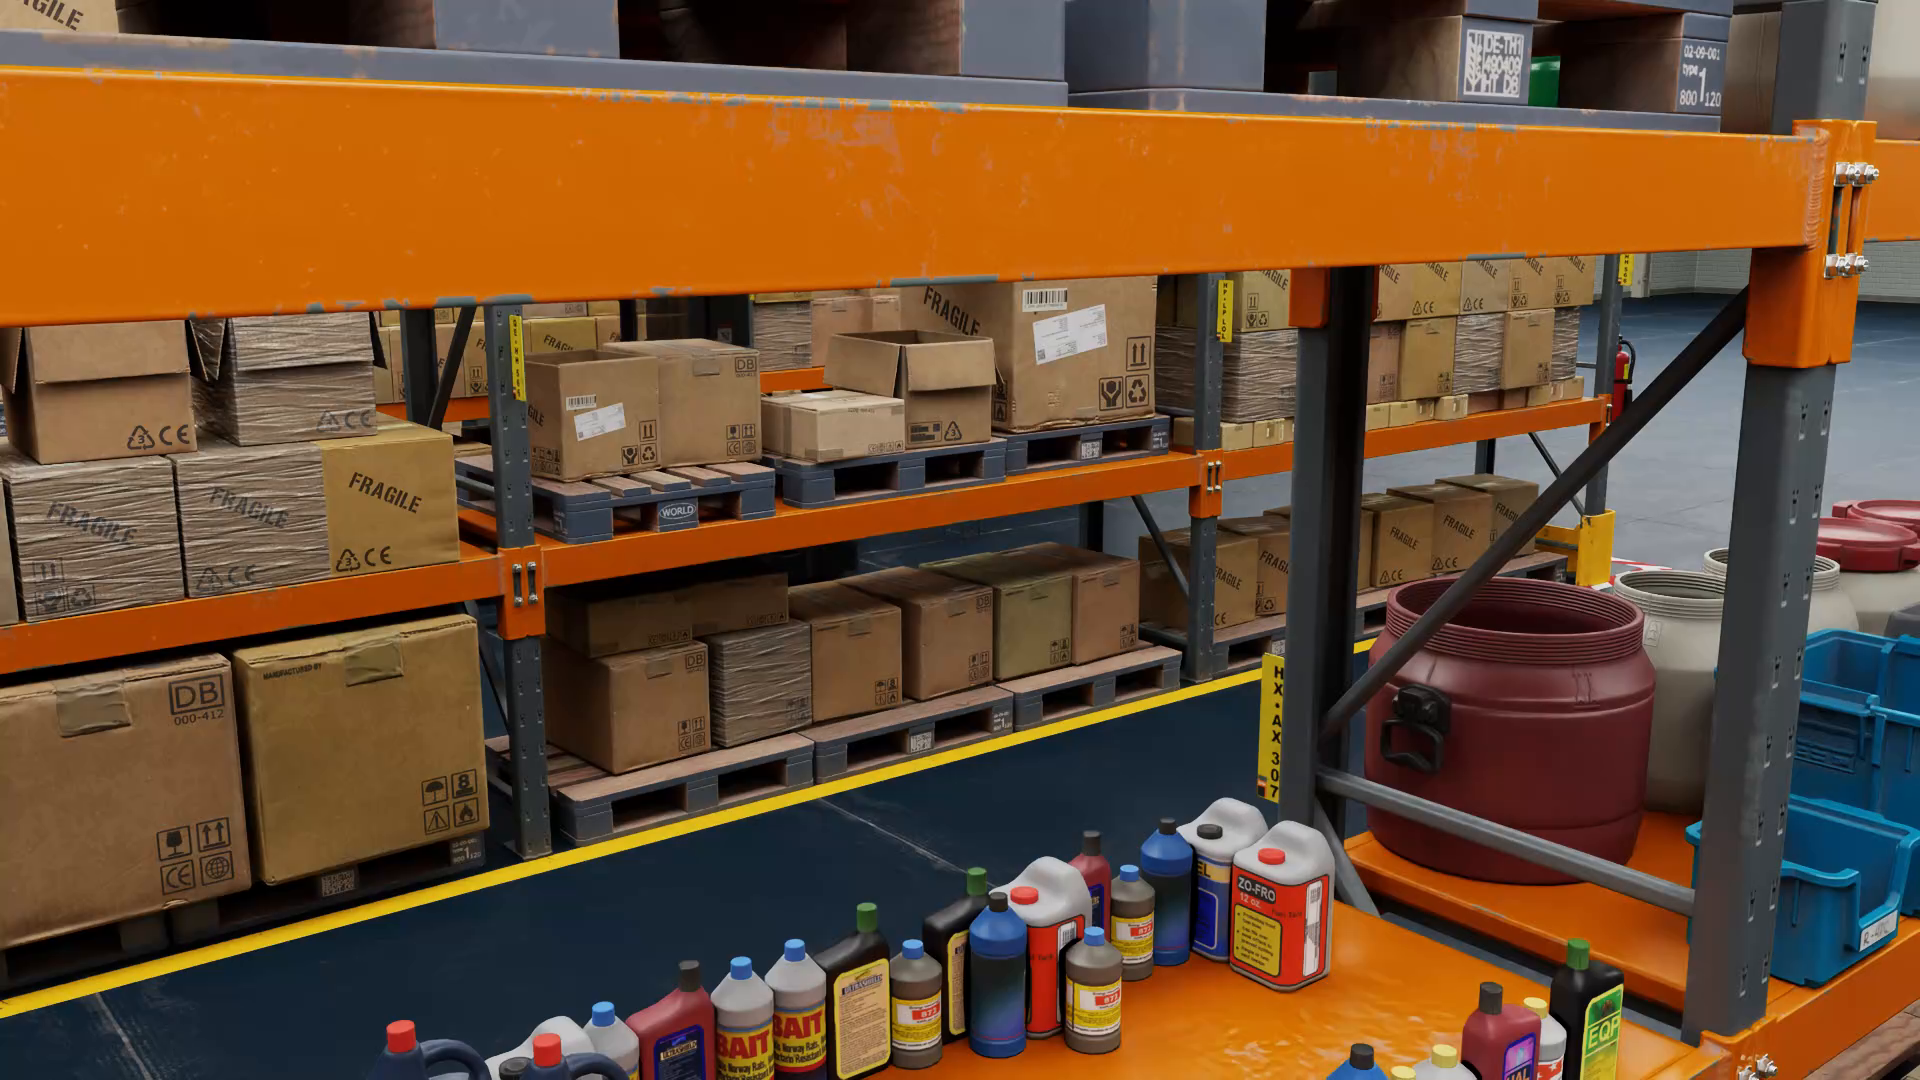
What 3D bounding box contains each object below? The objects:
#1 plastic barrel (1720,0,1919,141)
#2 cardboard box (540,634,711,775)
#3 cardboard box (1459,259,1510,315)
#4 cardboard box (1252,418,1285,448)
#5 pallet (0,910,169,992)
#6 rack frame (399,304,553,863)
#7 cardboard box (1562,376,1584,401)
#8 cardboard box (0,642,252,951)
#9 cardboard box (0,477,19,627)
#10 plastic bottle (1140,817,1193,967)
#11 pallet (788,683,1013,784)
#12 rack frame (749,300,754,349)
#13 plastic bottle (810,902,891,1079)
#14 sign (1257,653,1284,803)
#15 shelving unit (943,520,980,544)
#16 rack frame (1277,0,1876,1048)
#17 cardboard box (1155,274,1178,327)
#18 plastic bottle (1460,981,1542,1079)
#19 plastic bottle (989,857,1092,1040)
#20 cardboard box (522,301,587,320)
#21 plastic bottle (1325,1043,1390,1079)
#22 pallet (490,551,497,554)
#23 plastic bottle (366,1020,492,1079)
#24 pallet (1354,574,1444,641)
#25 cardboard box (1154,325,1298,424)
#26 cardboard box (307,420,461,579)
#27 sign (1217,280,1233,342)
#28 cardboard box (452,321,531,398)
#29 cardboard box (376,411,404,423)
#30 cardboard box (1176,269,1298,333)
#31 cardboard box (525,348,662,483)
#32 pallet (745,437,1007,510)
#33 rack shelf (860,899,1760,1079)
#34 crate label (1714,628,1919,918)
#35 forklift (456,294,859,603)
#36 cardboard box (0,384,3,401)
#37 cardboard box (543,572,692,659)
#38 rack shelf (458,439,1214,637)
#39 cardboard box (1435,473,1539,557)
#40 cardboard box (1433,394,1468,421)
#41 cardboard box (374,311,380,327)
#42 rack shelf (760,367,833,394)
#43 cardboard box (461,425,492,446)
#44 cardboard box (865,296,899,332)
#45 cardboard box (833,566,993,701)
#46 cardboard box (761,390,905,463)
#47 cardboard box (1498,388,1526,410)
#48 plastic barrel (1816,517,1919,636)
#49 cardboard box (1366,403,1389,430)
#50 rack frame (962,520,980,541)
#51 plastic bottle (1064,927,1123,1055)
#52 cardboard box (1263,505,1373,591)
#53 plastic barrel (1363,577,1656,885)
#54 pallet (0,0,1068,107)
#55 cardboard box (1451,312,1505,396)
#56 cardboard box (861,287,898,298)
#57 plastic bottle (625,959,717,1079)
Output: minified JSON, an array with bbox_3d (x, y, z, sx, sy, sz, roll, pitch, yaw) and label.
[{"bbox_3d":[1.469,-0.934,2.817,0.421,0.512,0.421,0,12,0],"label":"plastic barrel"},{"bbox_3d":[-1.549,0.692,7.606,0.500,0.500,0.700,-10,16,-41],"label":"cardboard box"},{"bbox_3d":[3.134,-1.705,10.573,0.500,0.500,0.500,-9,15,-38],"label":"cardboard box"},{"bbox_3d":[1.623,-0.631,9.482,0.250,0.149,0.380,-9,15,-38],"label":"cardboard box"},{"bbox_3d":[-3.674,1.386,6.091,1.213,0.211,1.003,-9,15,-38],"label":"pallet"},{"bbox_3d":[-2.059,-0.225,6.968,0.127,3.000,1.000,-9,15,-38],"label":"rack frame"},{"bbox_3d":[4.094,-1.070,11.550,0.250,0.149,0.380,-9,15,-38],"label":"cardboard box"},{"bbox_3d":[-3.312,0.809,6.200,0.875,0.875,1.225,-9,15,-37],"label":"cardboard box"},{"bbox_3d":[-3.484,0.028,5.536,0.500,0.500,0.500,-9,15,-37],"label":"cardboard box"},{"bbox_3d":[0.387,0.655,3.130,0.097,0.271,0.097,0,12,0],"label":"plastic bottle"},{"bbox_3d":[-0.496,0.880,8.475,1.213,0.211,1.003,-9,15,-38],"label":"pallet"},{"bbox_3d":[-1.955,-1.562,13.262,0.127,3.000,1.000,-9,15,-38],"label":"rack frame"},{"bbox_3d":[-0.180,0.739,2.708,0.133,0.283,0.061,-9,15,-38],"label":"plastic bottle"},{"bbox_3d":[0.686,0.410,3.583,0.005,0.325,0.100,-9,15,-38],"label":"sign"},{"bbox_3d":[0.011,-0.589,13.013,0.189,1.200,0.258,-9,15,-38],"label":"shelving unit"},{"bbox_3d":[1.035,0.578,3.184,0.127,3.000,1.000,-9,15,-38],"label":"rack frame"},{"bbox_3d":[1.244,-1.531,9.752,0.500,0.500,0.500,-9,15,-38],"label":"cardboard box"},{"bbox_3d":[0.805,0.787,2.482,0.133,0.283,0.061,-9,15,-38],"label":"plastic bottle"},{"bbox_3d":[0.134,0.703,2.897,0.135,0.276,0.152,-9,15,-38],"label":"plastic bottle"},{"bbox_3d":[-3.135,-1.902,12.216,0.500,0.500,0.700,-9,15,-37],"label":"cardboard box"},{"bbox_3d":[0.552,0.830,2.308,0.097,0.271,0.097,0,12,0],"label":"plastic bottle"},{"bbox_3d":[-3.464,0.074,12.273,1.213,0.211,1.003,-9,15,-38],"label":"pallet"},{"bbox_3d":[-0.715,0.806,2.230,0.185,0.351,0.144,-9,15,-38],"label":"plastic bottle"},{"bbox_3d":[2.520,0.368,10.888,1.213,0.211,1.003,-9,15,-38],"label":"pallet"},{"bbox_3d":[1.454,-0.987,9.598,0.500,0.500,0.875,-9,15,-38],"label":"cardboard box"},{"bbox_3d":[-2.290,-0.170,6.466,0.500,0.500,0.500,-9,15,-36],"label":"cardboard box"},{"bbox_3d":[1.414,-1.221,8.870,0.005,0.325,0.100,-9,15,-38],"label":"sign"},{"bbox_3d":[-3.380,-1.302,11.799,0.500,0.500,0.500,-10,15,-38],"label":"cardboard box"},{"bbox_3d":[-2.609,-0.255,6.868,0.500,0.500,0.500,-9,15,-36],"label":"cardboard box"},{"bbox_3d":[1.574,-1.445,9.348,0.500,0.500,0.500,-9,15,-38],"label":"cardboard box"},{"bbox_3d":[-1.663,-0.556,7.274,0.500,0.500,0.500,11,16,43],"label":"cardboard box"},{"bbox_3d":[-0.539,-0.395,8.228,1.213,0.211,1.003,-9,15,-38],"label":"pallet"},{"bbox_3d":[-0.527,1.190,2.037,4.000,0.370,1.077,-9,15,-38],"label":"rack shelf"},{"bbox_3d":[1.980,0.476,3.581,0.616,0.435,0.502,-9,15,-38],"label":"crate label"},{"bbox_3d":[-2.214,-1.065,11.089,3.031,2.935,1.130,-8,15,-35],"label":"forklift"},{"bbox_3d":[-5.573,-0.921,9.840,0.250,0.149,0.380,-9,15,-37],"label":"cardboard box"},{"bbox_3d":[-1.555,0.324,7.536,0.500,0.250,0.500,-9,15,-35],"label":"cardboard box"},{"bbox_3d":[-0.498,-0.133,8.264,4.000,0.370,1.077,-9,15,-38],"label":"rack shelf"},{"bbox_3d":[3.690,-0.168,11.703,0.500,0.500,0.500,-6,14,-27],"label":"cardboard box"},{"bbox_3d":[2.988,-0.858,10.554,0.250,0.149,0.380,-9,15,-38],"label":"cardboard box"},{"bbox_3d":[-4.328,-1.703,11.280,0.500,0.500,0.700,-10,15,-38],"label":"cardboard box"},{"bbox_3d":[-0.394,-1.469,14.559,4.000,0.370,1.077,-9,15,-38],"label":"rack shelf"},{"bbox_3d":[-3.140,-0.447,12.418,0.750,0.750,1.050,-9,15,-38],"label":"cardboard box"},{"bbox_3d":[-0.764,-1.811,14.075,0.550,0.550,0.875,-9,15,-38],"label":"cardboard box"},{"bbox_3d":[-0.250,0.471,8.648,0.500,0.500,0.700,-11,16,-42],"label":"cardboard box"},{"bbox_3d":[-0.607,-0.537,7.788,0.500,0.250,0.500,-10,16,-39],"label":"cardboard box"},{"bbox_3d":[3.530,-0.967,11.065,0.250,0.149,0.380,-9,15,-38],"label":"cardboard box"},{"bbox_3d":[2.363,0.233,4.485,0.433,0.535,0.433,0,12,0],"label":"plastic barrel"},{"bbox_3d":[2.381,-0.767,10.122,0.250,0.149,0.380,-9,15,-38],"label":"cardboard box"},{"bbox_3d":[0.083,-0.601,13.069,0.006,1.200,0.240,-9,15,-38],"label":"rack frame"},{"bbox_3d":[0.226,0.757,2.821,0.097,0.201,0.097,0,12,0],"label":"plastic bottle"},{"bbox_3d":[2.280,0.059,10.637,0.500,0.500,0.500,-11,16,-43],"label":"cardboard box"},{"bbox_3d":[1.208,0.402,3.685,0.708,0.536,0.600,-9,15,-38],"label":"plastic barrel"},{"bbox_3d":[-0.654,-0.543,1.697,1.213,0.211,1.003,-9,15,-38],"label":"pallet"},{"bbox_3d":[3.008,-1.249,10.830,0.500,0.500,0.875,-9,15,-38],"label":"cardboard box"},{"bbox_3d":[-0.782,-2.344,13.983,0.550,0.550,0.875,-9,15,-38],"label":"cardboard box"},{"bbox_3d":[-0.436,0.782,2.508,0.133,0.283,0.061,-9,15,-38],"label":"plastic bottle"}]
